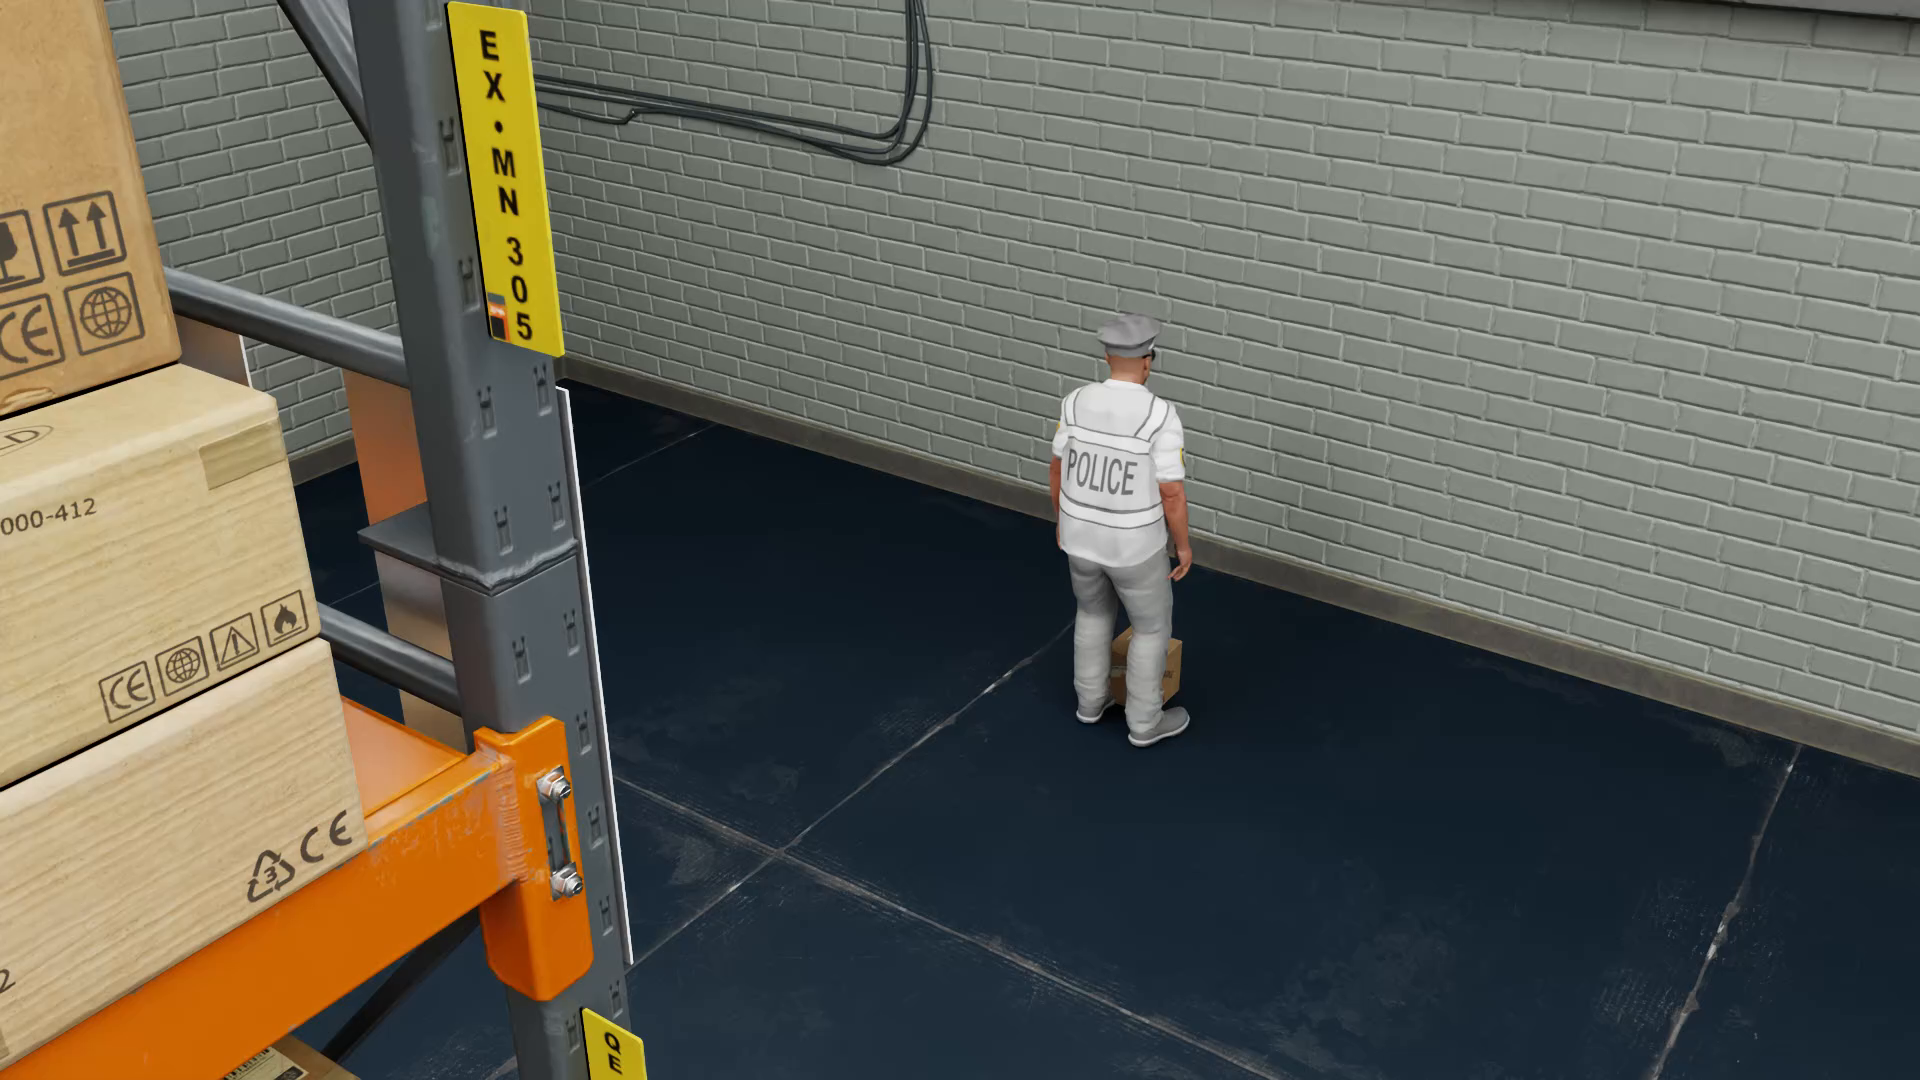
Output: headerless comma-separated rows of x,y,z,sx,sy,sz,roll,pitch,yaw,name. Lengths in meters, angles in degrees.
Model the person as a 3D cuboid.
0.638,-0.017,6.640,0.603,1.750,0.470,16,31,28,person
